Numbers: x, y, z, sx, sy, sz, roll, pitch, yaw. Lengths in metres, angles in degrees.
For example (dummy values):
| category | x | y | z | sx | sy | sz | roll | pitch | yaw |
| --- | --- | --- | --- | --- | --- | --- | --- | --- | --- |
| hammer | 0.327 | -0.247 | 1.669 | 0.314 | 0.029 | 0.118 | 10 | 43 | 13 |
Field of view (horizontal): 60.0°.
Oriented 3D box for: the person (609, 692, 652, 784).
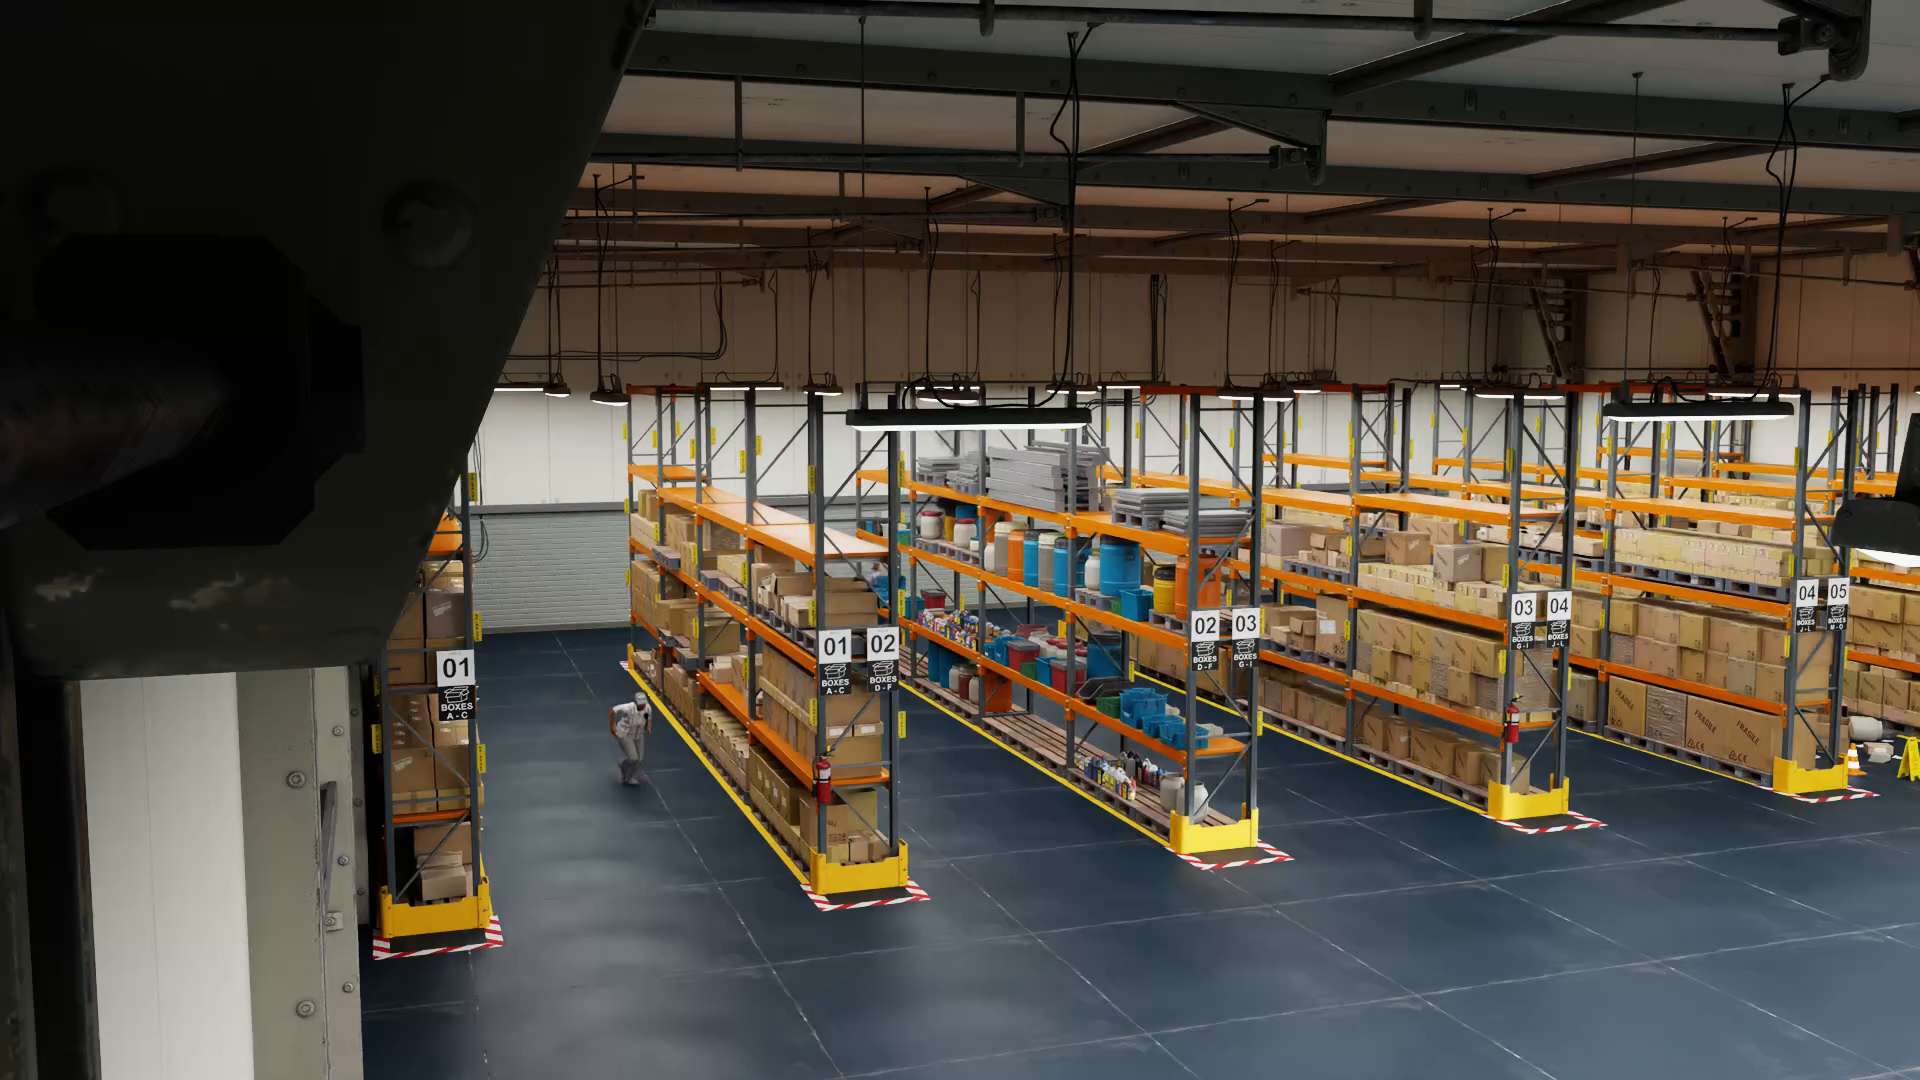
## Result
| category | x | y | z | sx | sy | sz | roll | pitch | yaw |
| --- | --- | --- | --- | --- | --- | --- | --- | --- | --- |
| person | -4.963 | 3.007 | 25.130 | 0.633 | 1.491 | 0.814 | -5 | 8 | -38 |

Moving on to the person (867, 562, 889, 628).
| category | x | y | z | sx | sy | sz | roll | pitch | yaw |
| --- | --- | --- | --- | --- | --- | --- | --- | --- | --- |
| person | -2.026 | 1.362 | 40.048 | 0.879 | 1.671 | 0.589 | 0 | 6 | -4 |
